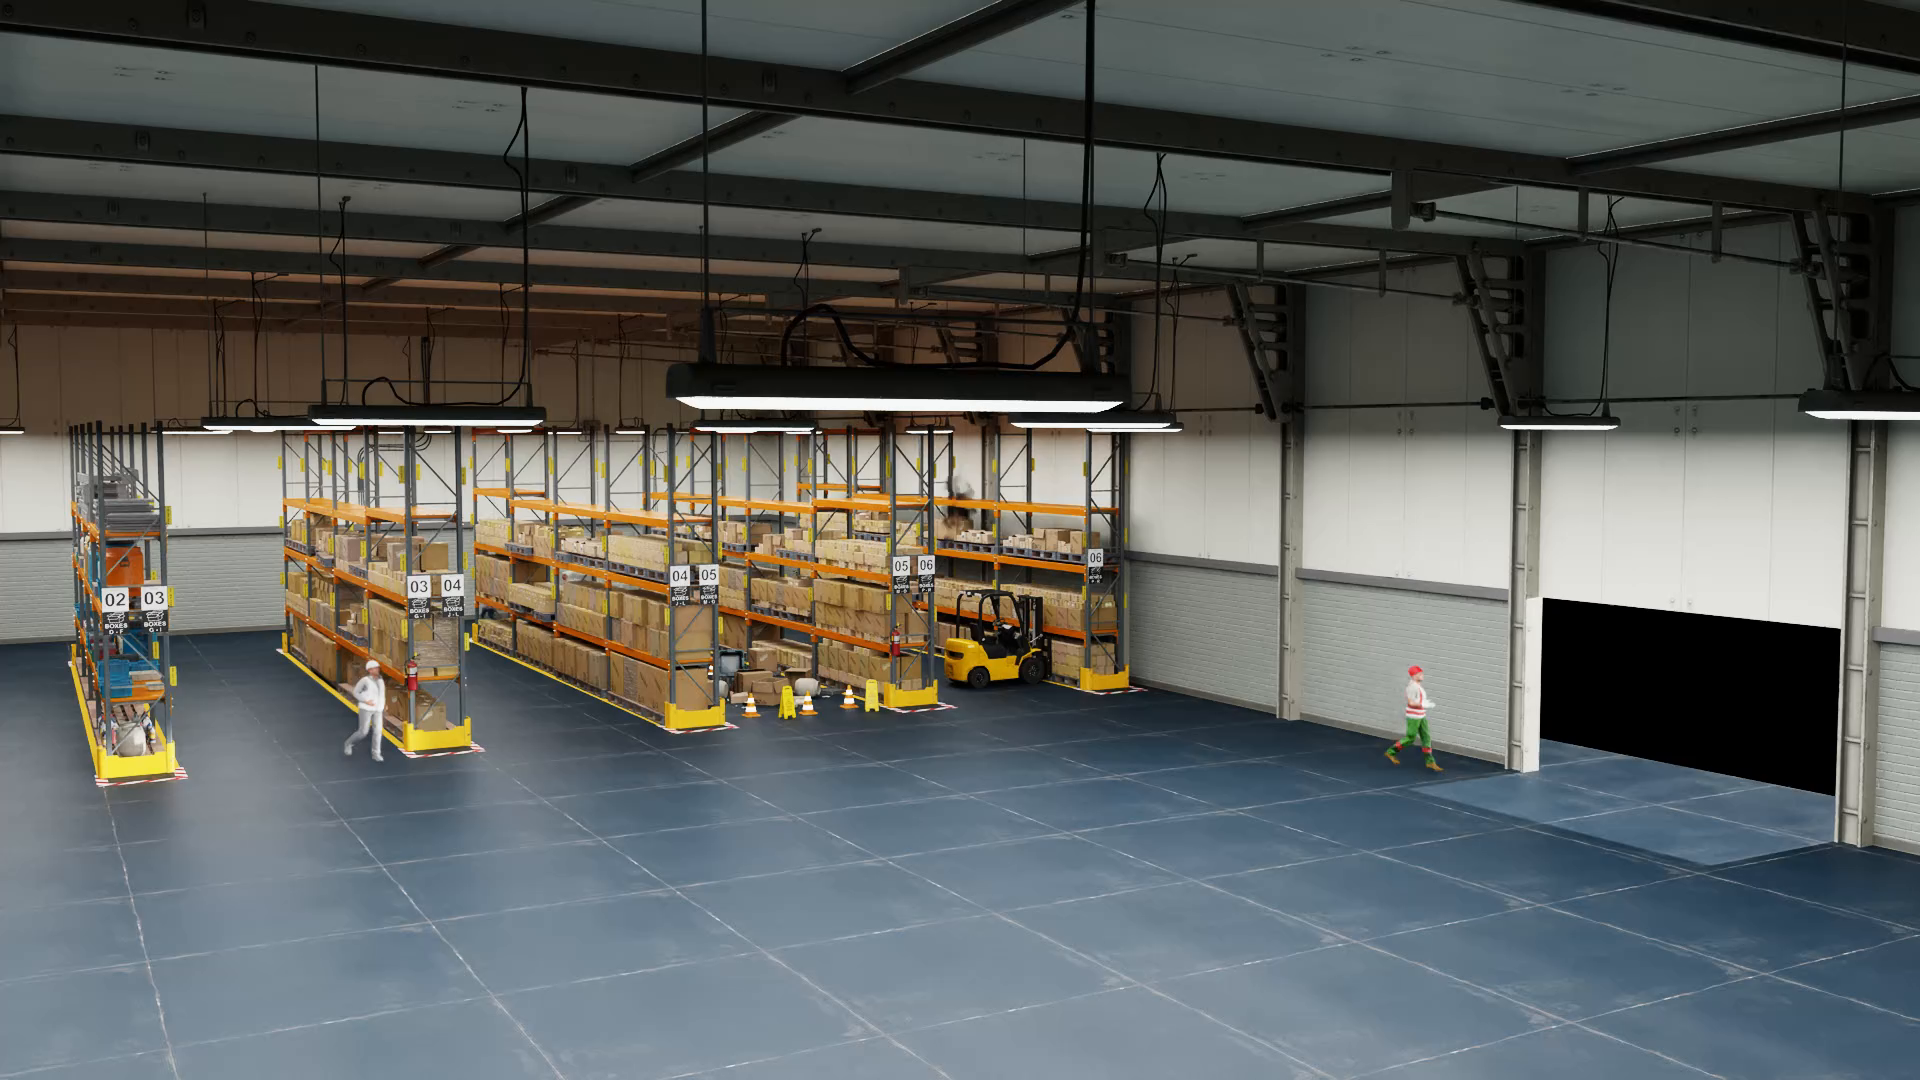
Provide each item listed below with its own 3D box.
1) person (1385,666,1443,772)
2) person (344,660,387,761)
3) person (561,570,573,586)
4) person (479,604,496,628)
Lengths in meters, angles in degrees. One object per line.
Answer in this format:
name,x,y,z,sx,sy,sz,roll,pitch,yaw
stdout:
person,7.797,3.049,28.523,0.987,1.798,0.653,2,4,30
person,-10.459,3.019,29.586,0.936,1.730,0.689,2,4,34
person,-11.591,1.783,49.332,0.994,1.792,0.693,-2,4,-25
person,-13.553,1.983,48.000,0.720,1.636,0.534,-3,4,-37
